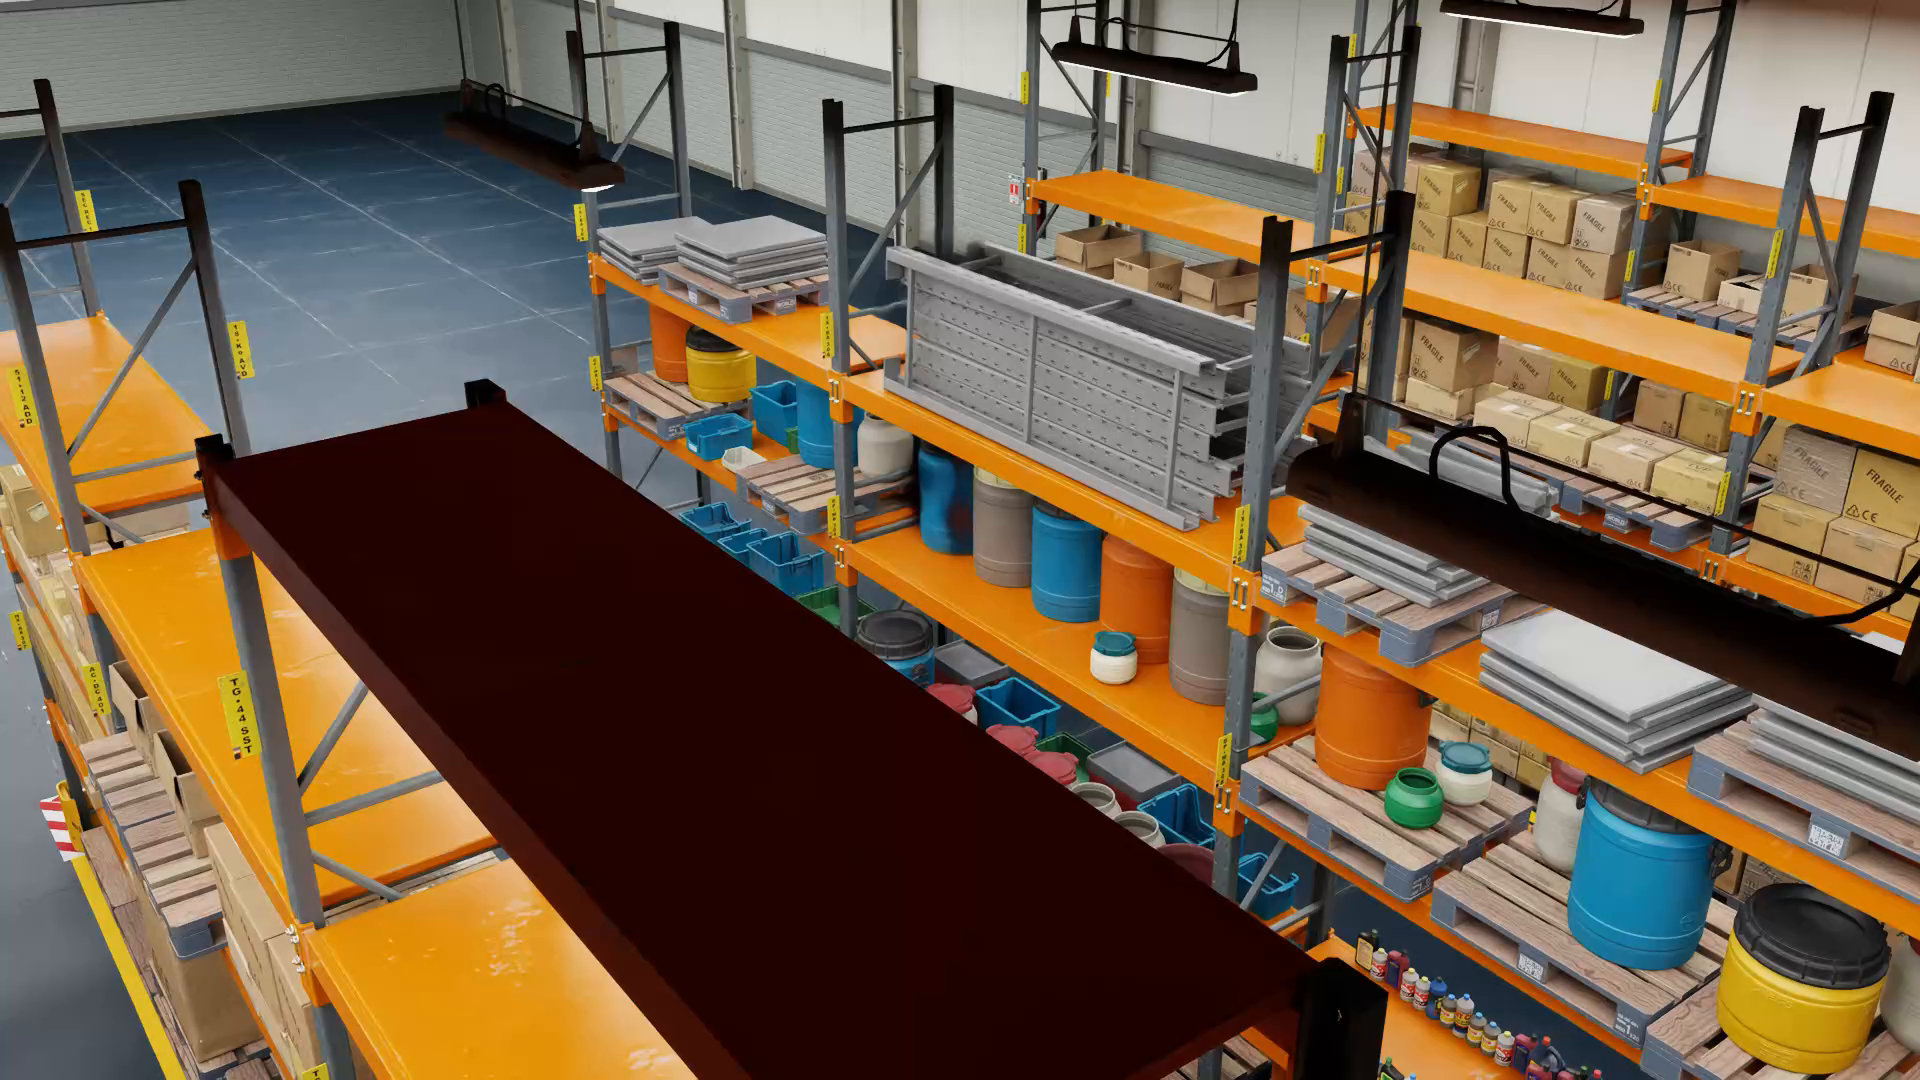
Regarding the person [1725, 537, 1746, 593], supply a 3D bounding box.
[{"bbox_3d":[7.165,0.478,15.825,0.639,1.766,0.778,-21,32,-38],"label":"person"}]
